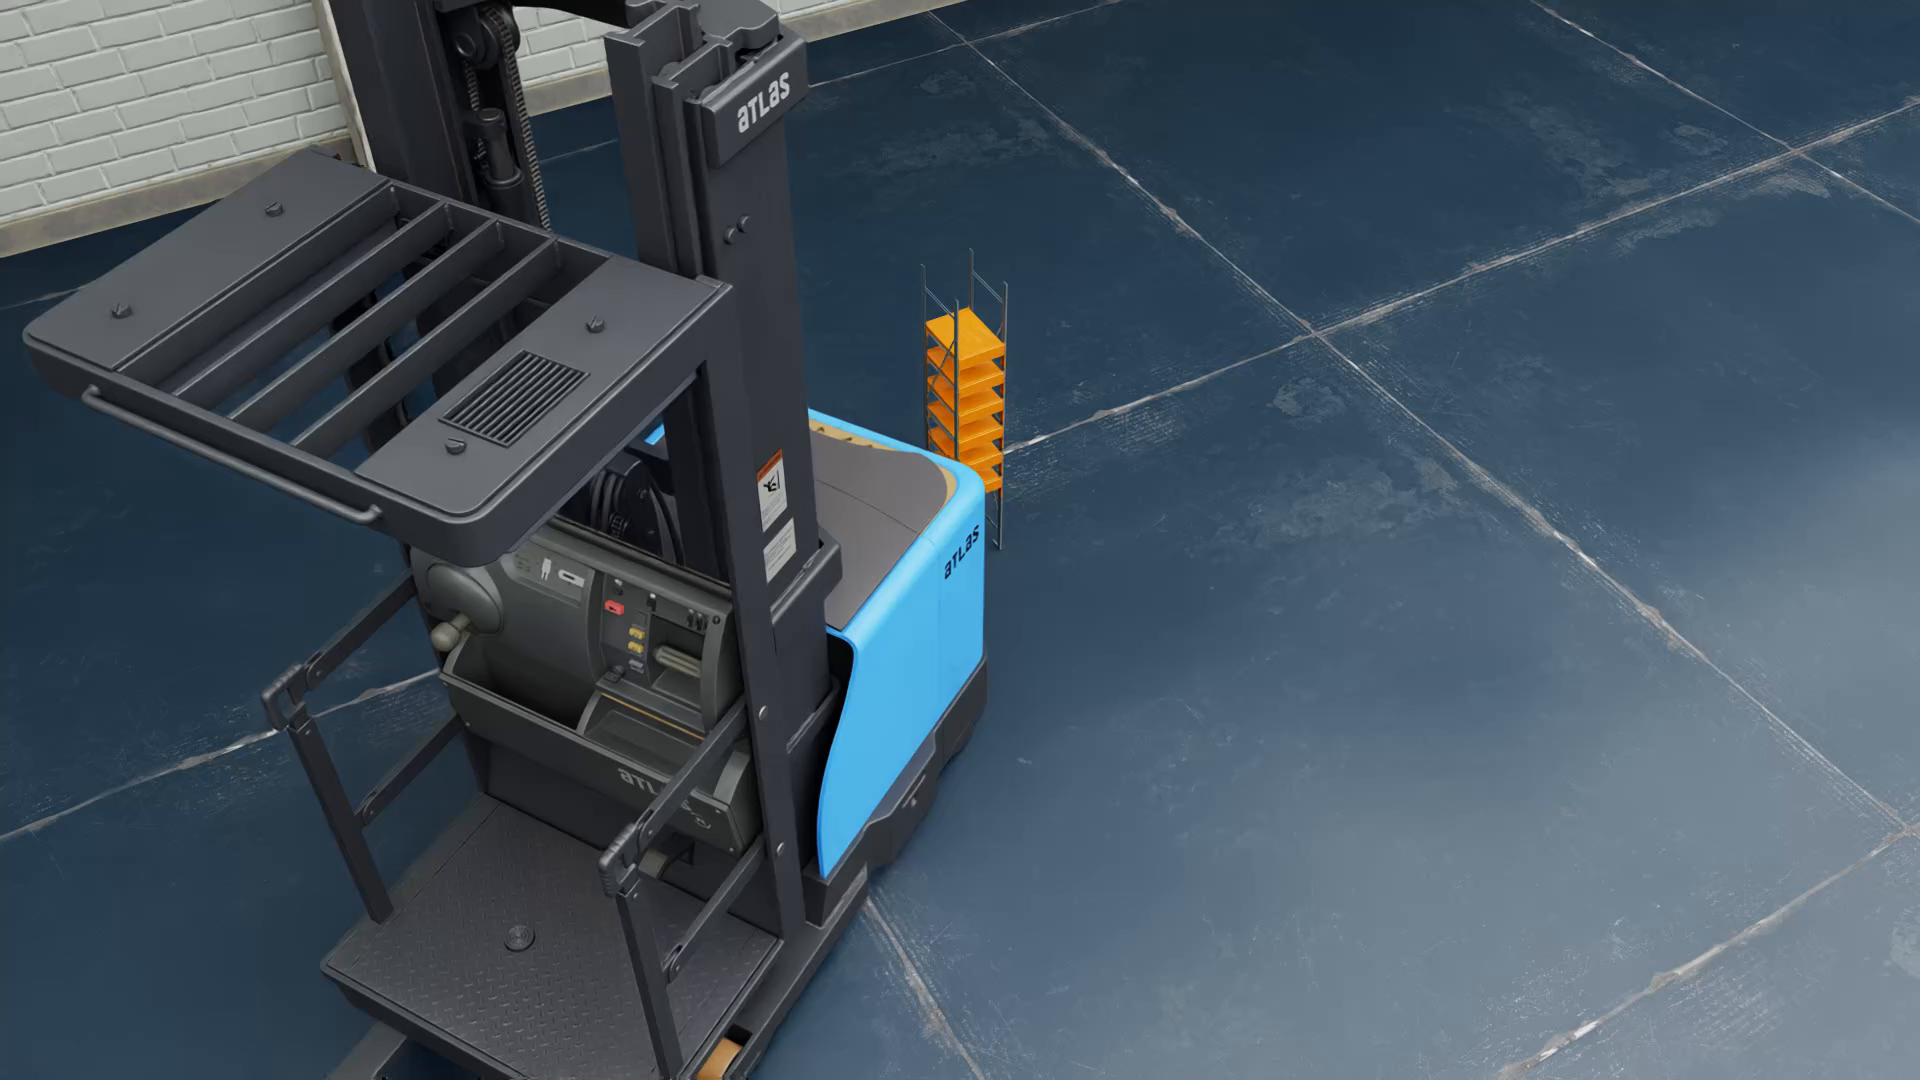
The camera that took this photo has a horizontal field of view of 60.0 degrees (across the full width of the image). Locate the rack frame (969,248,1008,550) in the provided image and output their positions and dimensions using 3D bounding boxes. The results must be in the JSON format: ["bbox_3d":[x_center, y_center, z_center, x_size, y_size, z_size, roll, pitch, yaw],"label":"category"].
[{"bbox_3d":[0.092,-0.467,5.870,0.006,1.200,0.240,-22,48,-21],"label":"rack frame"}]

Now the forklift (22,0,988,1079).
[{"bbox_3d":[-1.055,0.257,3.880,1.130,2.935,3.031,21,48,20],"label":"forklift"}]

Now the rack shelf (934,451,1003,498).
[{"bbox_3d":[0.013,-0.231,6.035,0.180,0.103,0.258,-22,48,-21],"label":"rack shelf"}]

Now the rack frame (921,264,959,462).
[{"bbox_3d":[-0.067,-0.404,5.805,0.006,1.200,0.240,-22,48,-21],"label":"rack frame"}]

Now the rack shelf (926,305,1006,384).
[{"bbox_3d":[0.013,-0.662,5.618,0.180,0.103,0.258,-22,48,-21],"label":"rack shelf"}]

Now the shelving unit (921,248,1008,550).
[{"bbox_3d":[0.013,-0.436,5.837,0.189,1.200,0.258,-22,48,-21],"label":"shelving unit"}]

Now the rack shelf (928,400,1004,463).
[{"bbox_3d":[0.013,-0.404,5.868,0.180,0.103,0.258,-22,48,-21],"label":"rack shelf"}]

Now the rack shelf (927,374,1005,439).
[{"bbox_3d":[0.013,-0.490,5.785,0.180,0.103,0.258,-22,48,-21],"label":"rack shelf"}]

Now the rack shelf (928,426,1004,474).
[{"bbox_3d":[0.013,-0.318,5.952,0.180,0.103,0.258,-22,48,-21],"label":"rack shelf"}]

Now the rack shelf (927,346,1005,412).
[{"bbox_3d":[0.013,-0.576,5.701,0.180,0.103,0.258,-22,48,-21],"label":"rack shelf"}]
